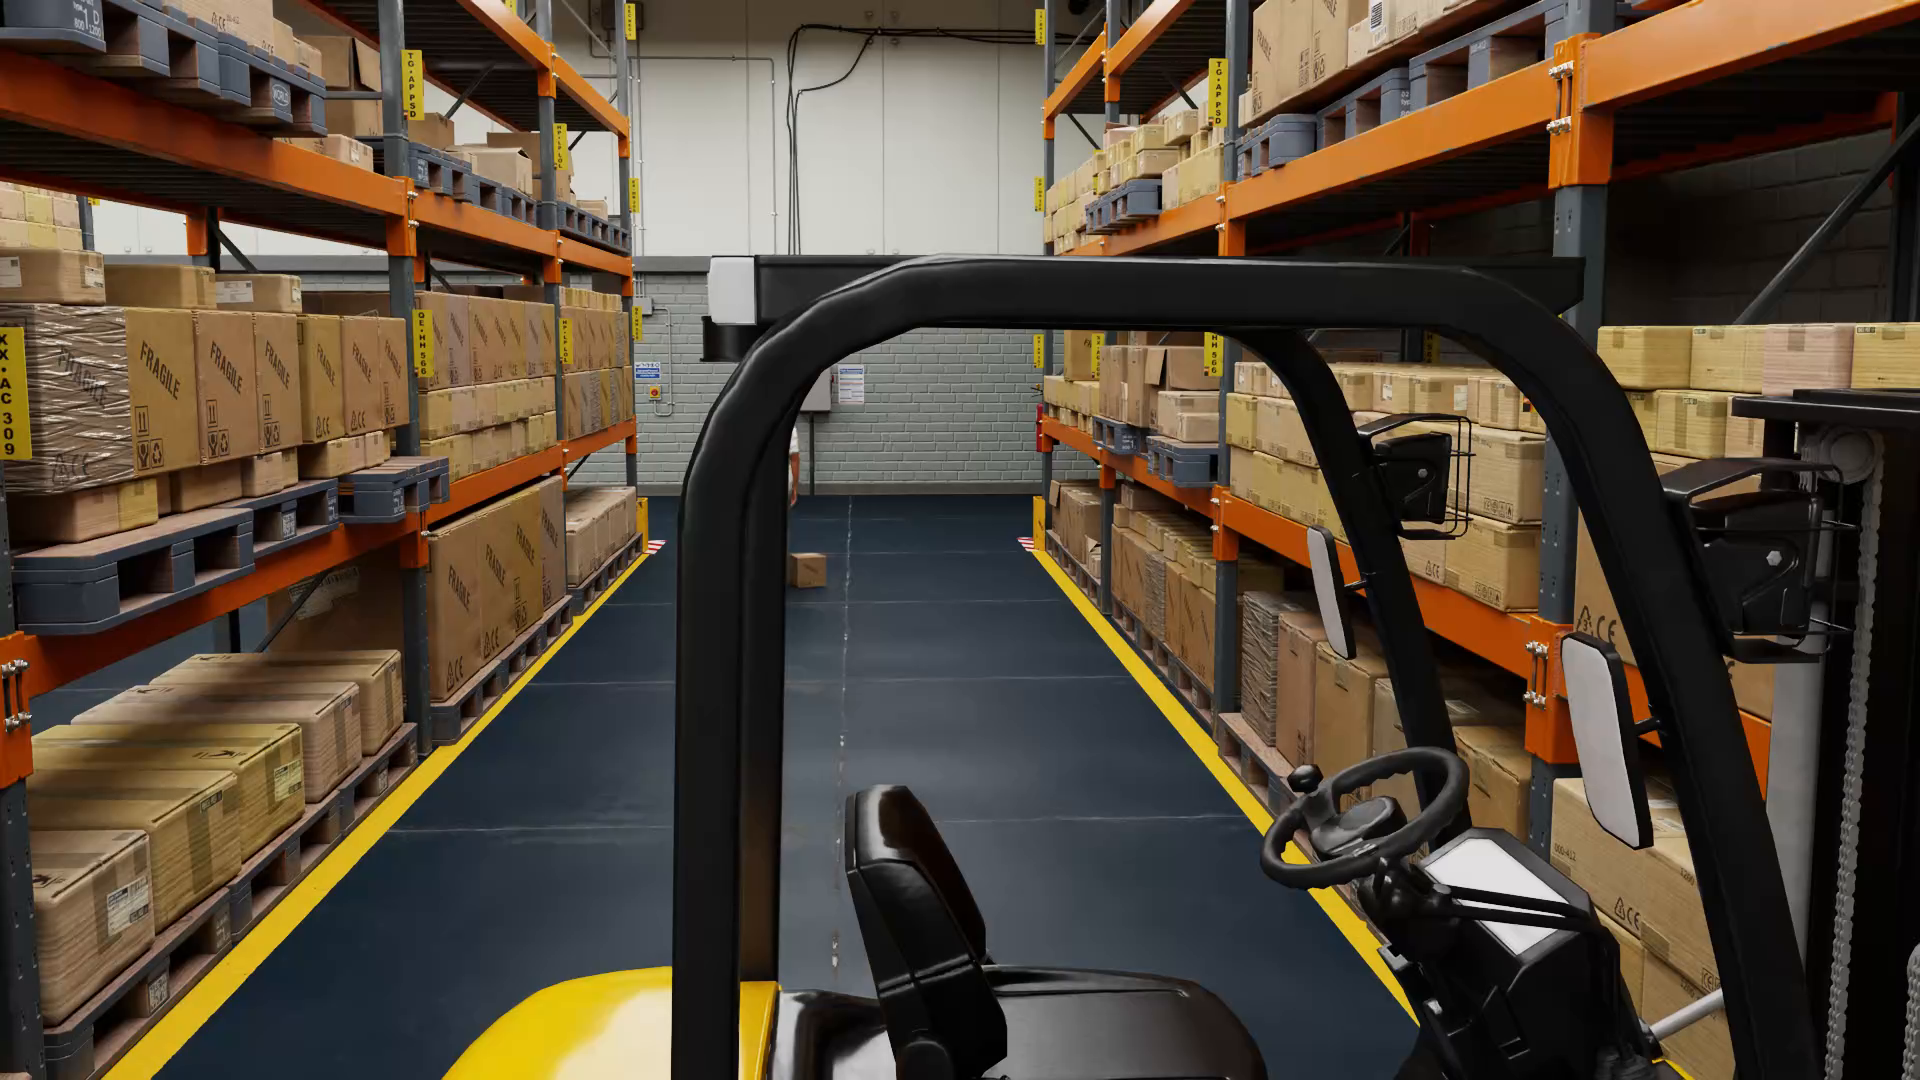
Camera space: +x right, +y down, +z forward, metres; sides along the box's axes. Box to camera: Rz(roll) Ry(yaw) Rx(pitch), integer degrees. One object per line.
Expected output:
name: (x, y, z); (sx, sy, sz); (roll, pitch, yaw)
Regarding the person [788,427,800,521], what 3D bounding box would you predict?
person: (-1.600, -0.466, 14.021); (0.475, 1.616, 0.914); (-2, 7, -16)
